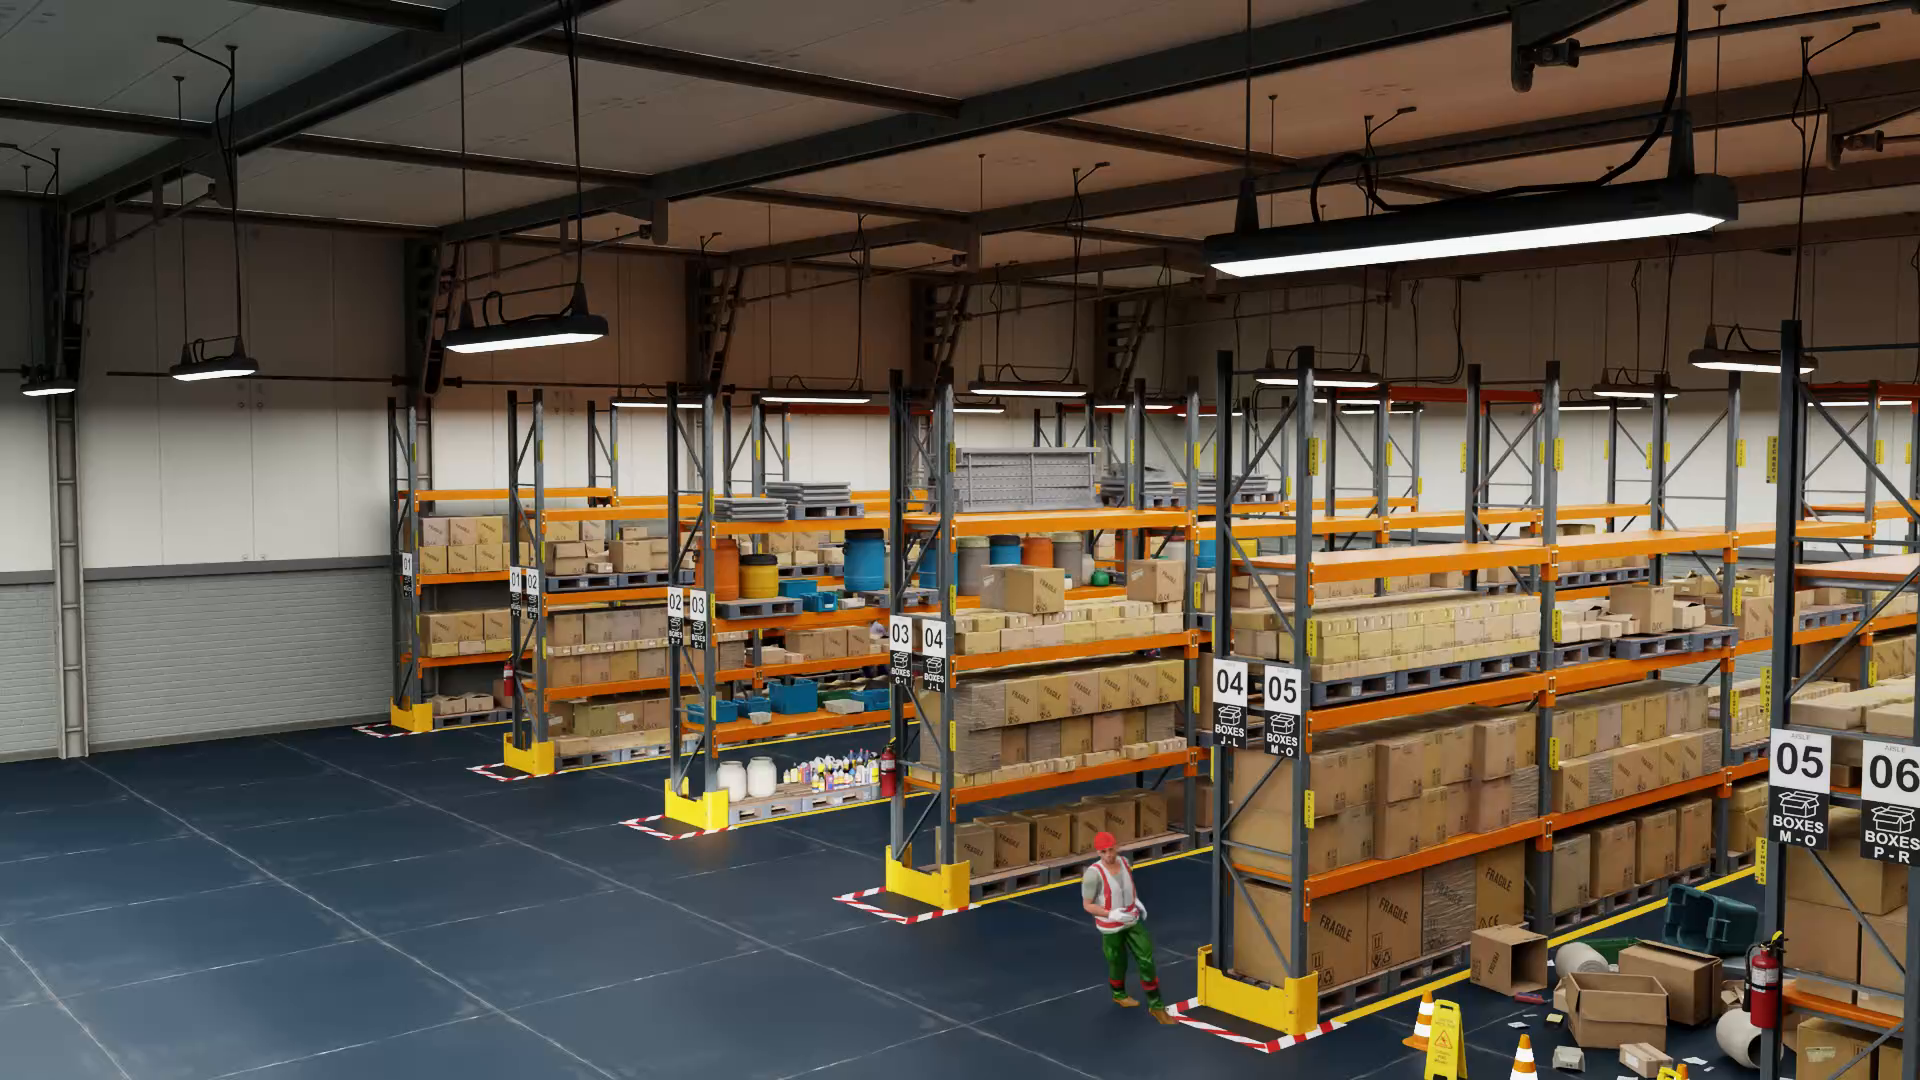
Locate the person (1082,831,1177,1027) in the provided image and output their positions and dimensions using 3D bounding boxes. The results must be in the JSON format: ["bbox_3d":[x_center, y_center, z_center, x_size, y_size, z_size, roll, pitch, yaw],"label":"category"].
[{"bbox_3d":[1.432,3.442,14.833,0.830,1.776,0.685,-1,4,-24],"label":"person"}]

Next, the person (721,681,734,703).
[{"bbox_3d":[-4.610,2.432,32.402,0.622,1.815,0.888,1,4,21],"label":"person"}]

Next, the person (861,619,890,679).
[{"bbox_3d":[-1.769,2.320,34.965,0.775,1.656,0.555,-3,5,-45],"label":"person"}]
